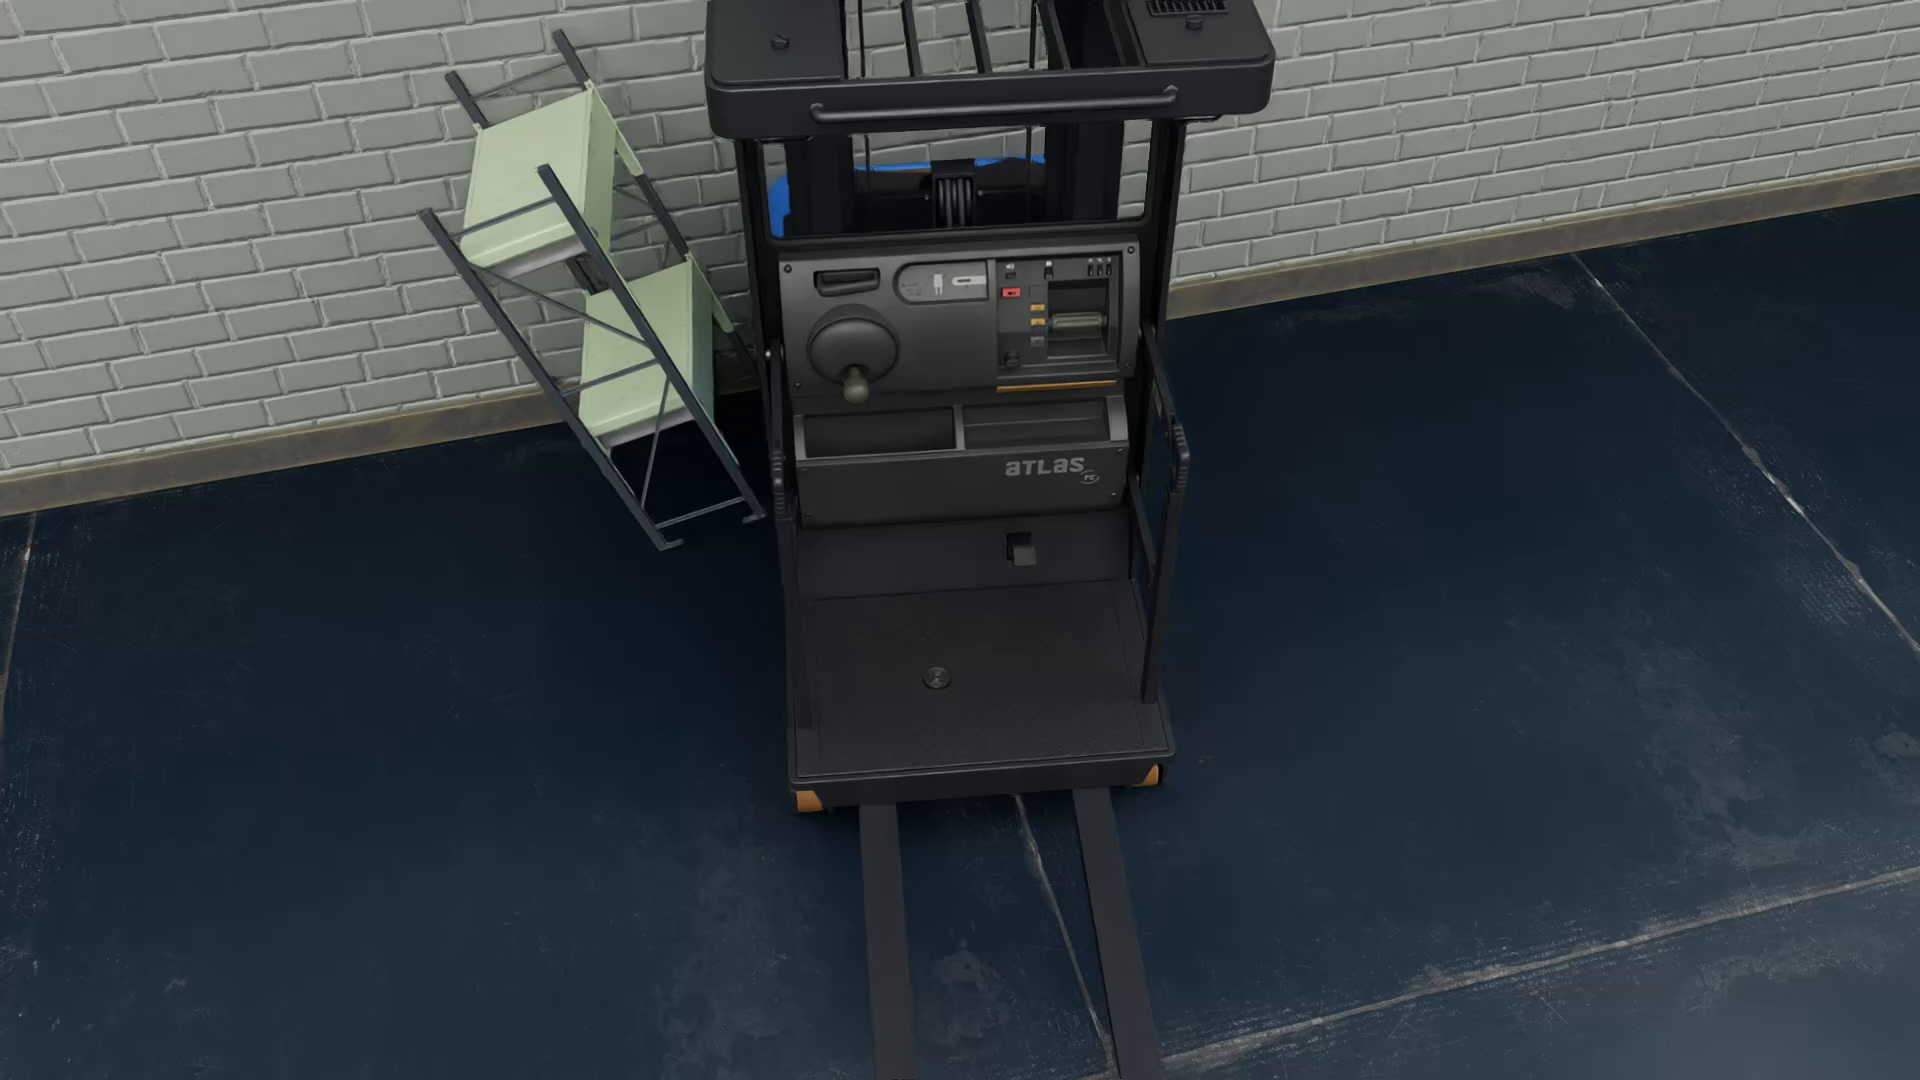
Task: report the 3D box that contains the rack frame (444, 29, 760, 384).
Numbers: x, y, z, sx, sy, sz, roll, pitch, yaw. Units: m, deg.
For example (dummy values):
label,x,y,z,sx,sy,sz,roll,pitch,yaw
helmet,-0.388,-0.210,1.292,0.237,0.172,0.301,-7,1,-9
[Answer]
label,x,y,z,sx,sy,sz,roll,pitch,yaw
rack frame,-1.165,-1.024,5.639,0.400,1.500,0.023,-18,46,9

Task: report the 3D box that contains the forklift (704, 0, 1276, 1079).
label,x,y,z,sx,sy,sz,roll,pitch,yaw
forklift,0.025,-0.476,4.165,1.130,2.935,3.031,-4,46,-4

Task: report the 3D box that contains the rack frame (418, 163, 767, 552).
label,x,y,z,sx,sy,sz,roll,pitch,yaw
rack frame,-1.081,-0.499,5.135,0.400,1.500,0.023,-18,46,9

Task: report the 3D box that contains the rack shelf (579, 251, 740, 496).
label,x,y,z,sx,sy,sz,roll,pitch,yaw
rack shelf,-1.019,-0.557,5.618,0.431,0.370,0.720,-18,46,9

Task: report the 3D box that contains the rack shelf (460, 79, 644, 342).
label,x,y,z,sx,sy,sz,roll,pitch,yaw
rack shelf,-1.248,-1.007,5.111,0.431,0.370,0.720,-18,46,9

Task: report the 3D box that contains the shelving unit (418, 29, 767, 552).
label,x,y,z,sx,sy,sz,roll,pitch,yaw
shelving unit,-1.123,-0.762,5.387,0.431,1.500,0.755,-18,46,9
